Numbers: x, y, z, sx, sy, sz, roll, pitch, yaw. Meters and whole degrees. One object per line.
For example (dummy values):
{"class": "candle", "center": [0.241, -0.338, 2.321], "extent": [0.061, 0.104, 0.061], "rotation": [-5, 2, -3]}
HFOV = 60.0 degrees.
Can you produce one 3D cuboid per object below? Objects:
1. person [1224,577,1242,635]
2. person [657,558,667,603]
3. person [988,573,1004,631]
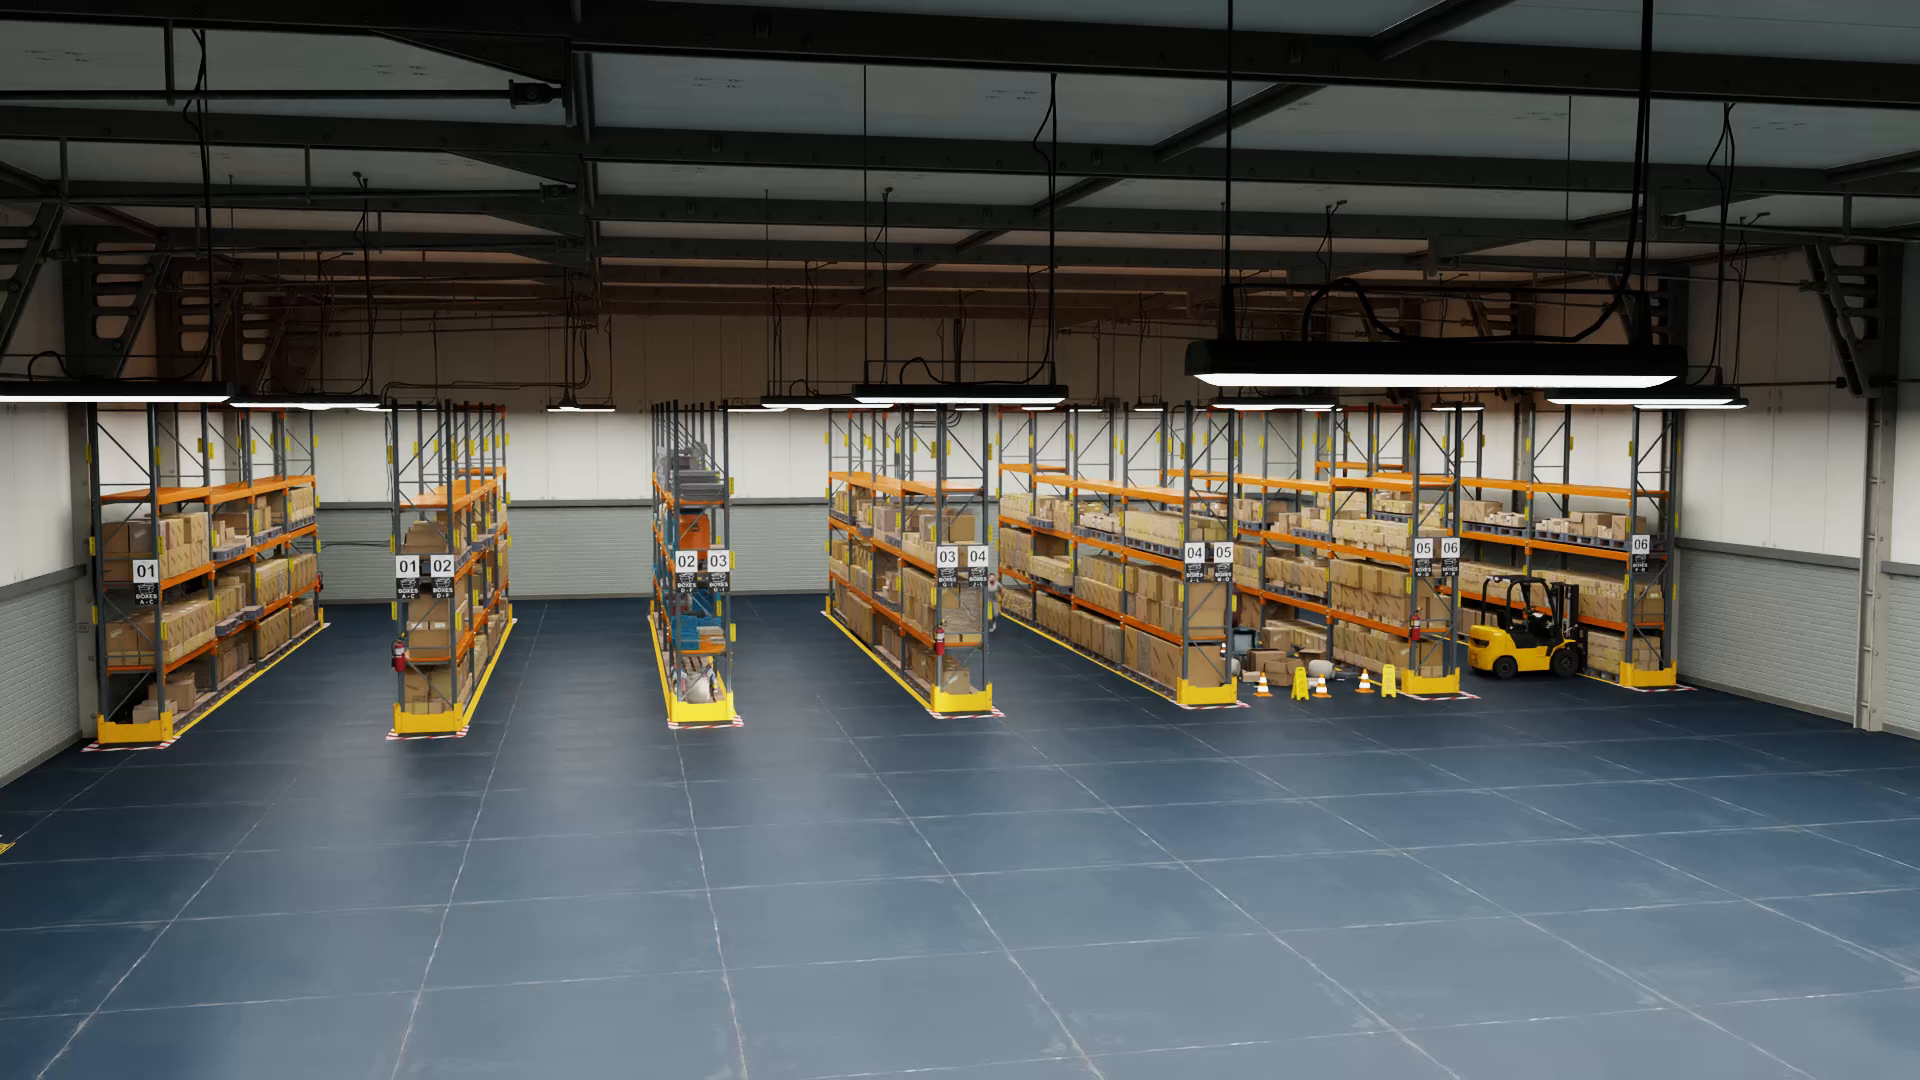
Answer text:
{"class": "person", "center": [6.630, 1.794, 40.296], "extent": [0.638, 1.779, 0.532], "rotation": [-4, 6, -43]}
{"class": "person", "center": [-8.530, 1.276, 48.139], "extent": [0.860, 1.615, 0.445], "rotation": [2, 5, 22]}
{"class": "person", "center": [0.862, 1.638, 43.787], "extent": [0.595, 1.581, 0.697], "rotation": [0, 4, -2]}
